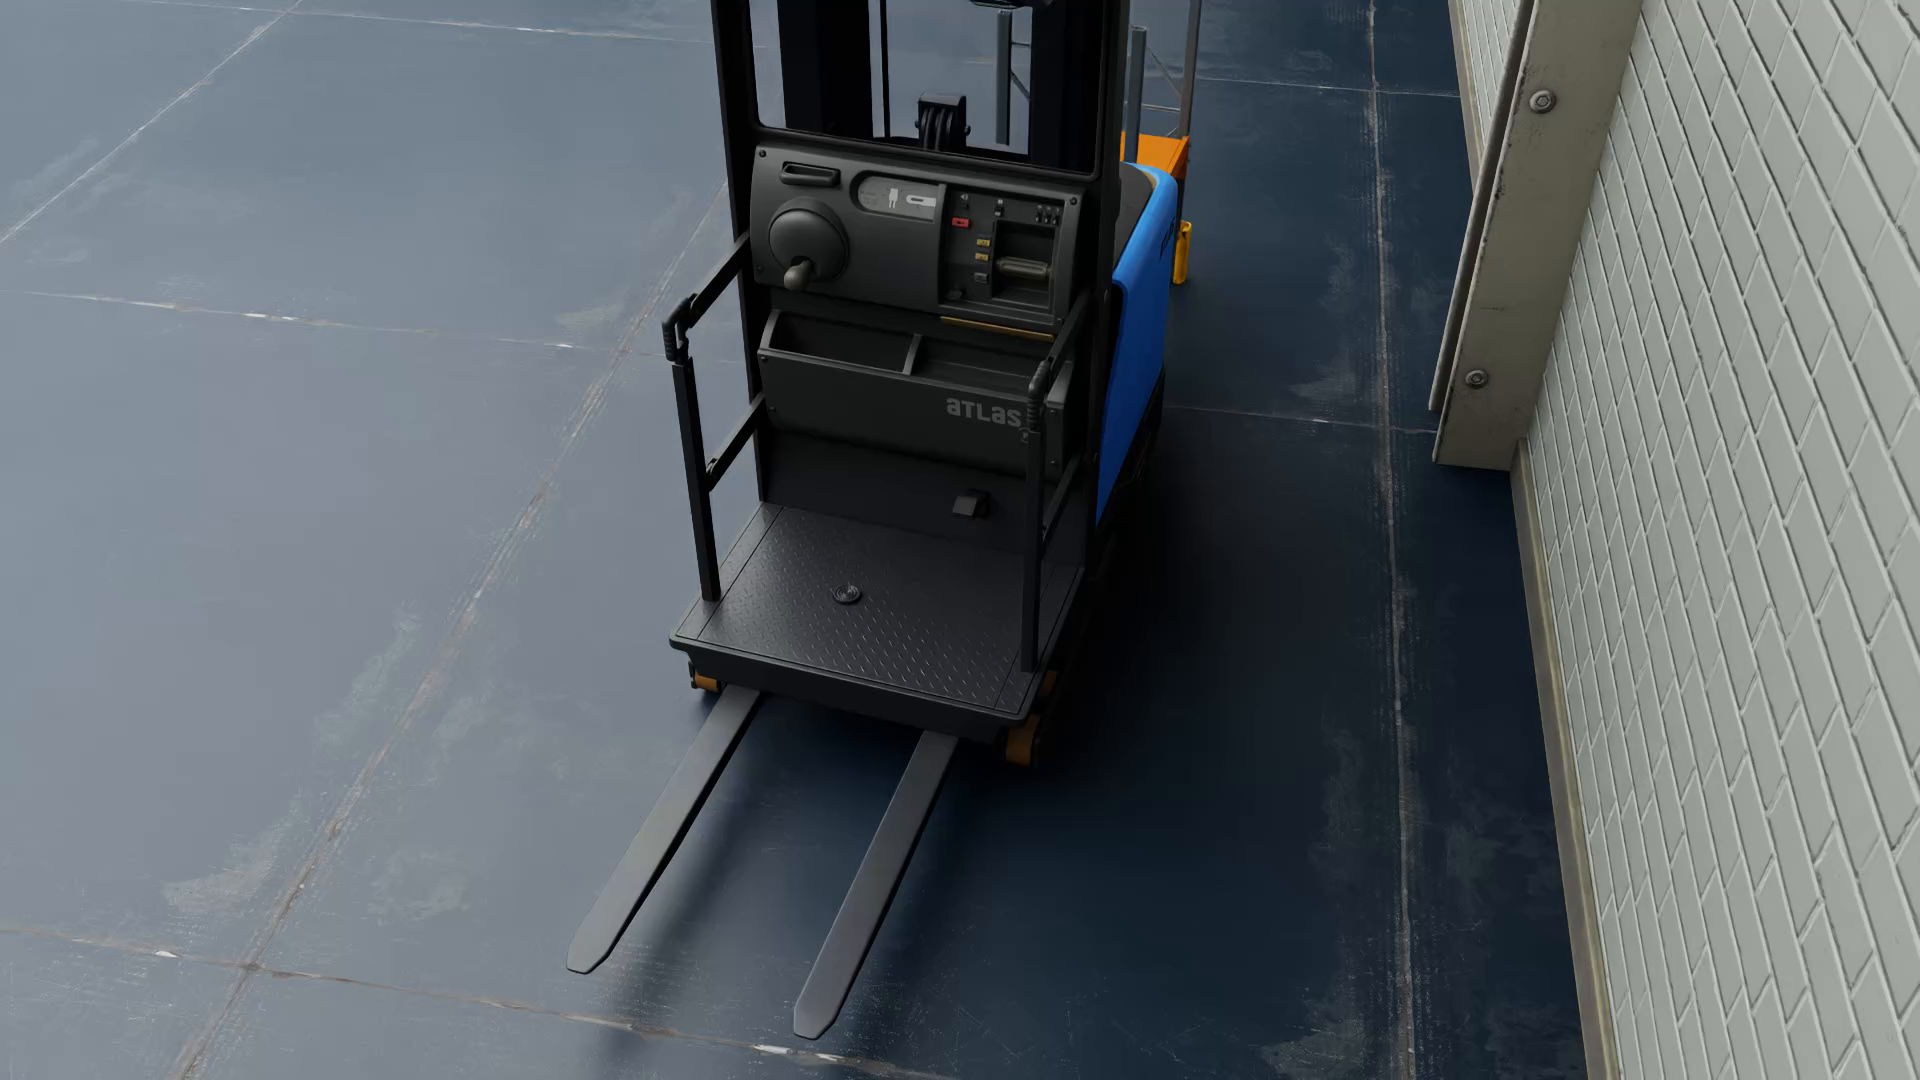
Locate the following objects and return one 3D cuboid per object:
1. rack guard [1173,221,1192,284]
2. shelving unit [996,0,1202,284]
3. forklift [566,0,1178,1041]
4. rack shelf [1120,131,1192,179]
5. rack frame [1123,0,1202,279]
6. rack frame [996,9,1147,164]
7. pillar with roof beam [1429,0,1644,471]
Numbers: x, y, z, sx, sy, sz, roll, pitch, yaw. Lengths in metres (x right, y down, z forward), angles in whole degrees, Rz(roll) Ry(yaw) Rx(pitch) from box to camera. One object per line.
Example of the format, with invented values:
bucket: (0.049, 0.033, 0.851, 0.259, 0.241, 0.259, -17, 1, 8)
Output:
rack guard: (0.682, -1.265, 7.084, 0.587, 0.250, 0.087, 12, 41, 14)
shelving unit: (0.528, -1.445, 6.321, 0.587, 1.500, 1.083, 12, 41, 14)
forklift: (-0.193, -0.750, 4.357, 1.130, 2.935, 3.031, 12, 41, 14)
rack shelf: (0.525, -1.301, 6.429, 0.538, 0.185, 1.000, 12, 41, 14)
rack frame: (0.682, -1.748, 6.687, 0.500, 1.500, 0.032, 12, 41, 14)
rack frame: (0.367, -1.132, 5.942, 0.500, 1.500, 0.032, 12, 41, 14)
pillar with roof beam: (-2.321, -4.332, 3.928, 9.100, 9.000, 0.400, 6, 40, 8)
